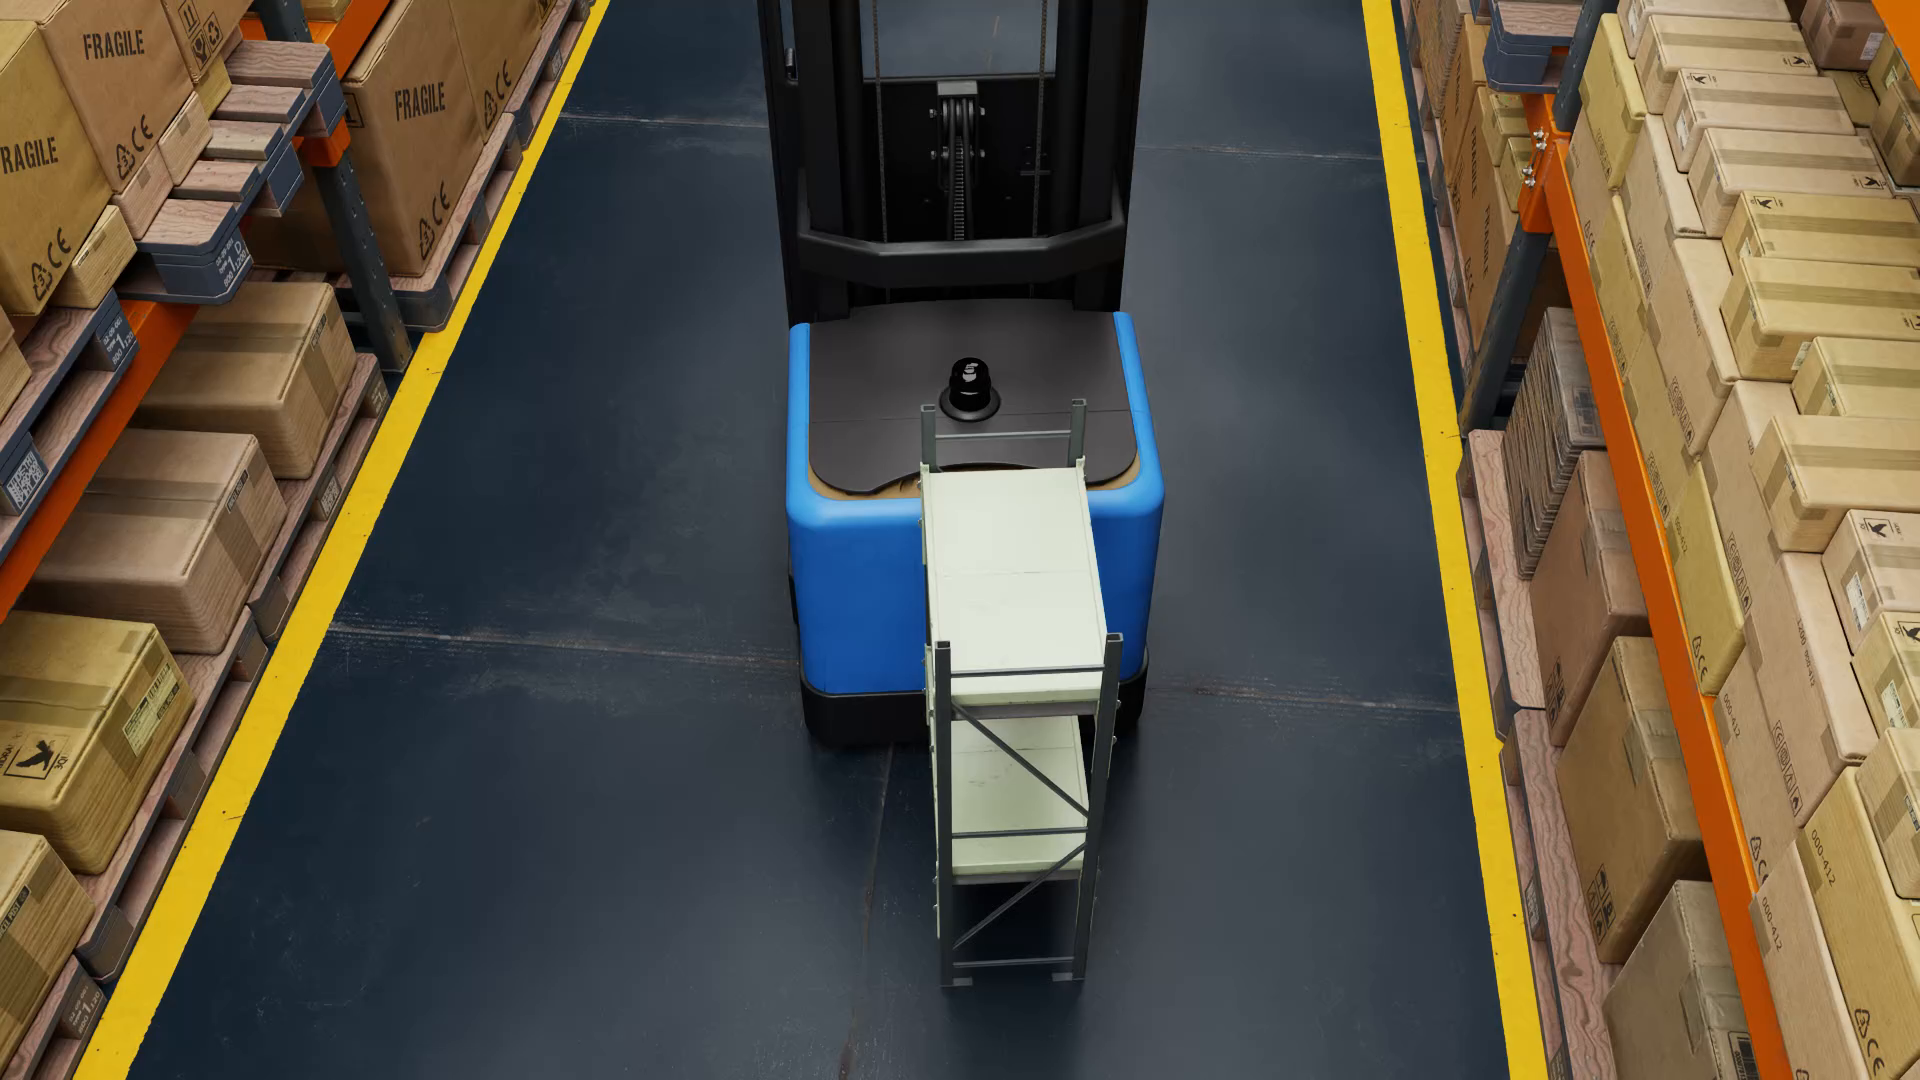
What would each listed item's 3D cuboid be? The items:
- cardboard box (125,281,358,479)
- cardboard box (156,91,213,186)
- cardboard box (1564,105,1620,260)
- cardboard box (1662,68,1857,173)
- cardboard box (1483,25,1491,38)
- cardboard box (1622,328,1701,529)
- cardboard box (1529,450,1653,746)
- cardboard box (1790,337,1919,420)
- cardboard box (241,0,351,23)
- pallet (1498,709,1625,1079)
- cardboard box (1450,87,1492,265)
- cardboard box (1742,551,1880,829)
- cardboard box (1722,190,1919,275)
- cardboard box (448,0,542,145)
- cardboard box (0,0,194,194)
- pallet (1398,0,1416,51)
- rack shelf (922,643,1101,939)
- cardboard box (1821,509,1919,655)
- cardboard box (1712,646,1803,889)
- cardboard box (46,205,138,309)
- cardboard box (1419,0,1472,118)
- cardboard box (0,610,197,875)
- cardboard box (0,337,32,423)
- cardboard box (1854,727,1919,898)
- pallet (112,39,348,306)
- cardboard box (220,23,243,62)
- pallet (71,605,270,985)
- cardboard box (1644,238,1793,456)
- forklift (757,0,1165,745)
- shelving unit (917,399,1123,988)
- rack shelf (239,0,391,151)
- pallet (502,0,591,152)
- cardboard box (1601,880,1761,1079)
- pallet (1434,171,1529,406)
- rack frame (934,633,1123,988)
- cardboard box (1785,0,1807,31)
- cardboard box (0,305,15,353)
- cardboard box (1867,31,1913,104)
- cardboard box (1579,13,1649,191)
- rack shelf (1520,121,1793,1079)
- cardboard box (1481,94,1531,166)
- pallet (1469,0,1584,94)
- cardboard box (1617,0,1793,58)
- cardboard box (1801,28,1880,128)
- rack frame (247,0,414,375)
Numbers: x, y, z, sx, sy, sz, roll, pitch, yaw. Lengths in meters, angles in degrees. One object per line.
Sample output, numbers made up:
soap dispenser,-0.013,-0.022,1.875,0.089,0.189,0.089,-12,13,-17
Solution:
cardboard box,-2.669,-0.559,5.725,0.950,0.372,0.625,1,48,1
cardboard box,-2.334,-1.129,4.635,0.380,0.149,0.250,4,48,3
cardboard box,2.052,-1.027,4.758,0.500,0.250,0.500,4,48,4
cardboard box,1.993,-1.039,4.160,0.380,0.149,0.250,5,48,5
cardboard box,2.282,-2.052,6.564,0.380,0.149,0.250,3,48,3
cardboard box,1.962,-0.279,4.074,0.500,0.250,0.500,2,48,2
cardboard box,2.214,0.210,4.850,0.875,0.625,0.625,5,48,5
cardboard box,1.979,-0.279,3.465,0.380,0.149,0.250,4,48,4
cardboard box,-2.312,-2.011,5.658,0.500,0.250,0.500,3,48,3
pallet,2.108,1.050,4.647,1.003,0.211,1.213,4,48,4
cardboard box,2.217,-1.378,6.387,0.500,0.500,0.500,3,48,3
cardboard box,1.854,0.302,3.204,0.500,0.250,0.500,5,48,4
cardboard box,1.988,-0.659,3.813,0.380,0.149,0.250,4,48,4
cardboard box,-2.376,-2.300,6.977,0.875,0.875,0.875,4,48,4
cardboard box,-2.408,-1.261,4.317,0.500,0.500,0.500,3,48,3
pallet,2.664,-2.785,8.155,1.003,0.211,1.213,4,48,4
rack shelf,0.126,0.670,4.562,0.431,0.370,0.720,-2,48,-2
cardboard box,1.869,0.092,3.126,0.380,0.149,0.250,4,48,4
cardboard box,1.873,0.482,3.378,0.500,0.250,0.500,4,48,4
cardboard box,-2.376,-0.741,4.281,0.380,0.149,0.250,5,48,4
cardboard box,2.290,-2.146,7.089,0.500,0.500,0.500,2,48,2
cardboard box,-2.803,0.541,4.719,0.950,0.372,0.625,5,48,5
cardboard box,-2.465,-0.375,3.946,0.380,0.149,0.250,2,48,2
cardboard box,1.754,0.464,2.786,0.380,0.149,0.250,3,48,2
pallet,-2.566,-1.123,4.874,1.213,0.211,1.003,4,48,4
cardboard box,-2.403,-1.519,4.992,0.380,0.149,0.250,5,48,5
pallet,-2.794,0.691,4.975,1.003,0.211,1.213,4,48,4
cardboard box,1.940,-0.445,3.887,0.500,0.250,0.500,3,48,3
forklift,-0.035,-1.448,5.088,1.130,2.935,3.031,-2,48,-2
shelving unit,0.126,0.450,4.322,0.431,1.500,0.755,-2,48,-2
rack shelf,-2.425,-2.946,6.899,1.077,0.370,4.000,4,48,4
pallet,-2.347,-2.246,7.661,1.003,0.211,1.213,4,48,4
cardboard box,2.086,1.258,3.892,0.875,0.625,0.625,3,48,3
pallet,2.442,-0.993,6.515,1.003,0.211,1.213,4,48,4
rack frame,0.146,0.720,4.075,0.400,1.500,0.023,-2,48,-2
cardboard box,2.539,-1.931,5.131,0.500,0.500,0.500,6,48,5
cardboard box,-2.504,-0.489,3.611,0.500,0.500,0.500,2,48,2
cardboard box,2.595,-1.188,4.296,0.380,0.149,0.250,5,48,5
cardboard box,2.027,-1.198,4.576,0.500,0.250,0.500,4,48,3
rack shelf,2.154,0.325,3.908,1.077,0.370,4.000,4,48,4
cardboard box,2.123,-1.487,6.047,0.380,0.149,0.250,2,48,2
pallet,2.328,-1.826,5.517,1.213,0.211,1.003,4,48,4
cardboard box,2.014,-1.426,4.514,0.380,0.149,0.250,5,48,5
cardboard box,2.572,-1.157,4.538,0.500,0.250,0.500,5,48,4
rack frame,-2.607,-1.719,5.289,1.000,3.000,0.127,4,48,4
